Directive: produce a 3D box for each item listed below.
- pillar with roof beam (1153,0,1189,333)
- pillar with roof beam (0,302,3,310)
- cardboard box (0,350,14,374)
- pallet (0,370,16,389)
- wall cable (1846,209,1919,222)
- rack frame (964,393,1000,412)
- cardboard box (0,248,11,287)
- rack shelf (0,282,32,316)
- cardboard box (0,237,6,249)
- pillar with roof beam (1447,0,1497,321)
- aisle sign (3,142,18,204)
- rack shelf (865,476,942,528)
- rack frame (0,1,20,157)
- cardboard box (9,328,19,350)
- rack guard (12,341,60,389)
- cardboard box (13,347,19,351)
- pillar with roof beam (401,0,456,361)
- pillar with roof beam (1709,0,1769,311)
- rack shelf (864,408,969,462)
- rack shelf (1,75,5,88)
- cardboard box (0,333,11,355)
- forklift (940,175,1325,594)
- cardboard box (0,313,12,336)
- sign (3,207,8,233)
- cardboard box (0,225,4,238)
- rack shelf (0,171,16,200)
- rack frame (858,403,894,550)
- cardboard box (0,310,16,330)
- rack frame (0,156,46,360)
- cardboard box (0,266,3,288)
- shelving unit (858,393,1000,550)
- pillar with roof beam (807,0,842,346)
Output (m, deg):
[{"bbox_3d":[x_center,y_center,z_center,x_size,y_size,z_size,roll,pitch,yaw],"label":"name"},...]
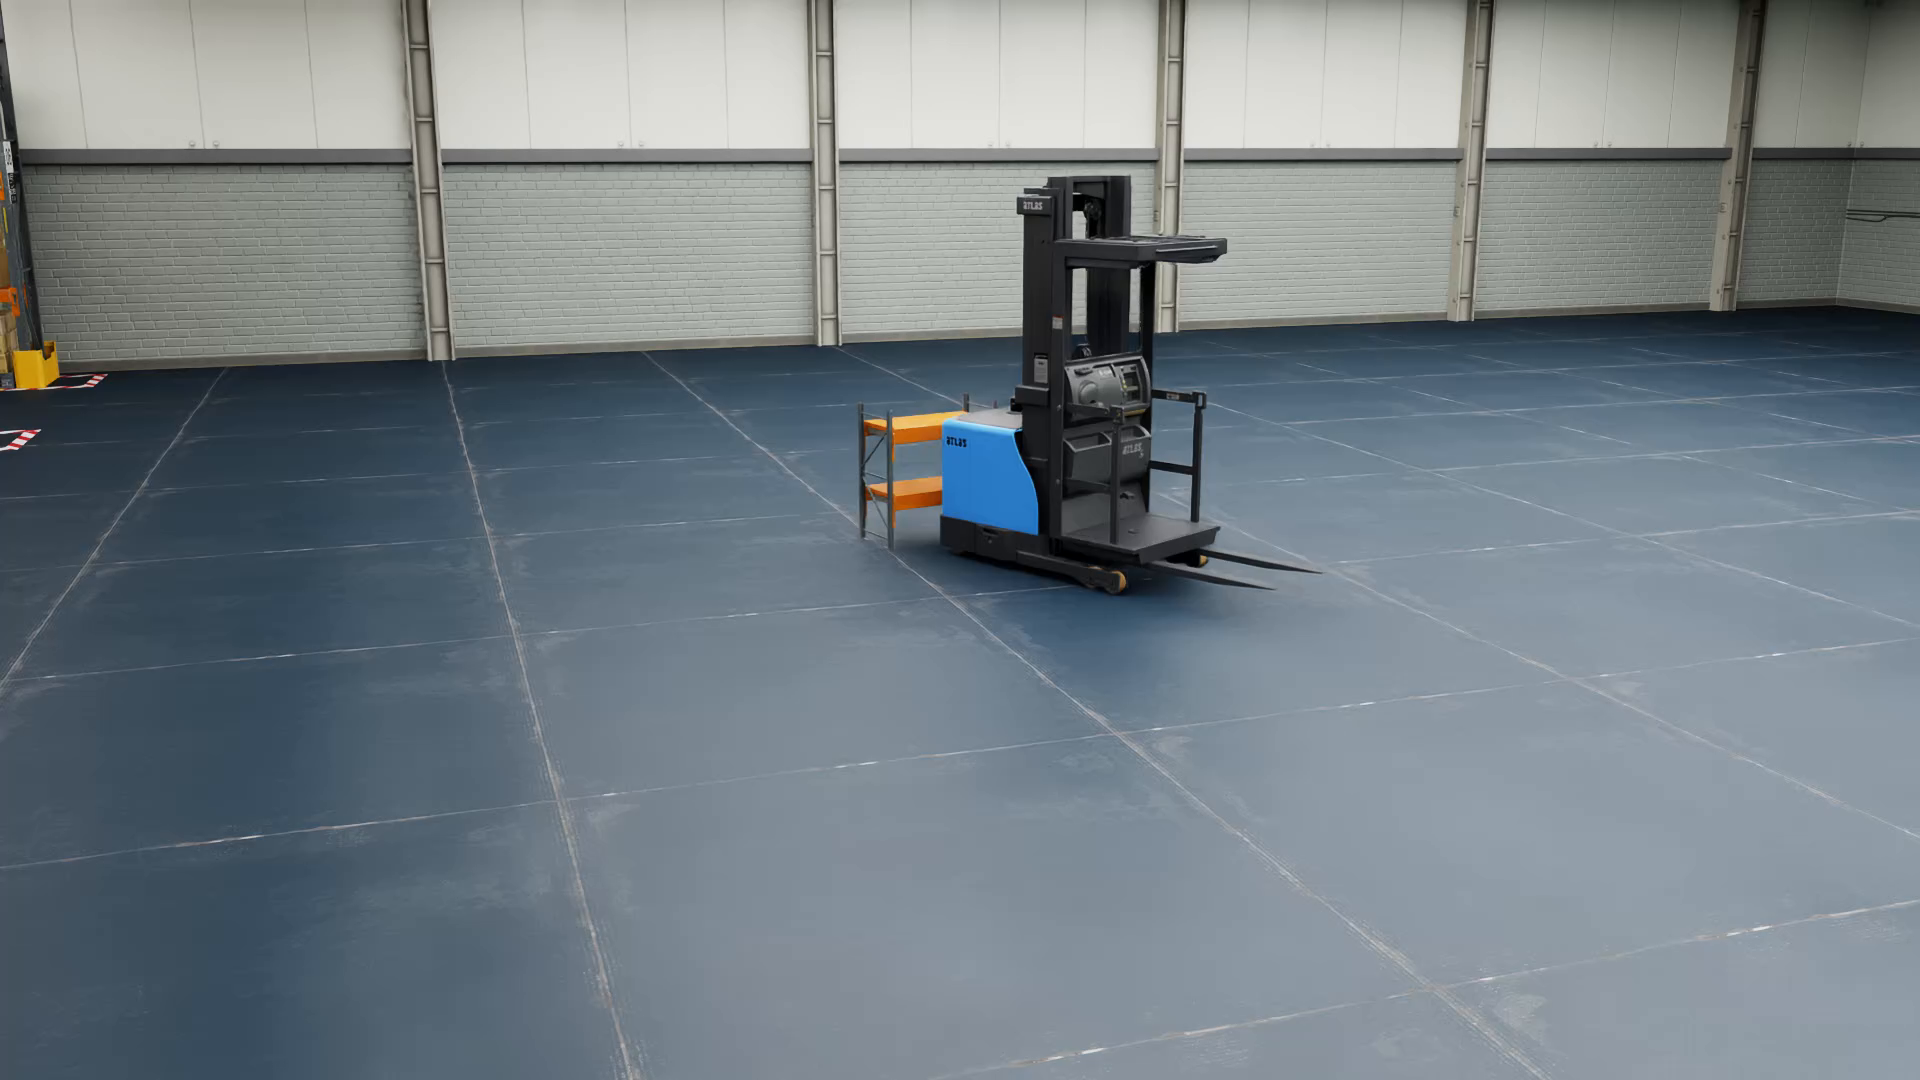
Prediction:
[{"bbox_3d":[4.917,-7.047,23.824,0.400,9.000,9.100,-4,14,-18],"label":"pillar with roof beam"},{"bbox_3d":[-12.143,-5.719,18.239,0.400,9.000,9.100,-4,14,-18],"label":"pillar with roof beam"},{"bbox_3d":[-12.913,-2.361,22.120,0.500,0.250,0.500,-4,14,-18],"label":"cardboard box"},{"bbox_3d":[-13.280,-2.176,22.334,1.213,0.211,1.003,-4,14,-18],"label":"pallet"},{"bbox_3d":[18.131,-7.294,31.571,0.112,2.526,3.097,-4,14,-18],"label":"wall cable"},{"bbox_3d":[0.178,-0.641,13.908,0.032,1.125,0.500,-8,16,-32],"label":"rack frame"},{"bbox_3d":[-13.127,-3.671,22.378,0.500,0.500,0.500,-4,14,-16],"label":"cardboard box"},{"bbox_3d":[-14.464,-3.101,21.750,4.000,0.370,1.077,-4,14,-18],"label":"rack shelf"},{"bbox_3d":[-12.973,-3.994,22.335,0.250,0.149,0.380,-5,14,-20],"label":"cardboard box"},{"bbox_3d":[10.603,-7.490,25.686,0.400,9.000,9.100,-4,14,-18],"label":"pillar with roof beam"},{"bbox_3d":[-12.413,-4.803,21.736,0.004,0.787,0.394,-4,14,-18],"label":"aisle sign"},{"bbox_3d":[-0.250,-0.340,13.698,1.000,0.278,0.538,-8,16,-32],"label":"rack shelf"},{"bbox_3d":[-12.569,-6.517,21.593,0.127,3.000,1.000,-4,14,-18],"label":"rack frame"},{"bbox_3d":[-13.081,-2.719,22.545,0.500,0.250,0.500,-4,14,-17],"label":"cardboard box"},{"bbox_3d":[-12.546,-2.384,22.584,0.348,0.500,1.175,-4,14,-18],"label":"rack guard"},{"bbox_3d":[-13.097,-2.471,22.585,0.500,0.250,0.500,-4,14,-18],"label":"cardboard box"},{"bbox_3d":[-6.457,-6.162,20.101,0.400,9.000,9.100,-4,14,-18],"label":"pillar with roof beam"},{"bbox_3d":[16.290,-7.933,27.547,0.400,9.000,9.100,-4,14,-18],"label":"pillar with roof beam"},{"bbox_3d":[-0.250,-0.863,13.573,1.000,0.278,0.538,-8,16,-32],"label":"rack shelf"},{"bbox_3d":[-14.464,-5.825,21.102,4.000,0.370,1.077,-4,14,-18],"label":"rack shelf"},{"bbox_3d":[-12.930,-2.603,22.060,0.500,0.250,0.500,-5,14,-19],"label":"cardboard box"},{"bbox_3d":[1.258,-1.174,12.243,3.031,2.935,1.130,12,18,42],"label":"forklift"},{"bbox_3d":[-12.906,-2.849,22.011,0.500,0.250,0.500,-4,14,-16],"label":"cardboard box"},{"bbox_3d":[-12.409,-4.157,21.622,0.005,0.325,0.100,-4,14,-18],"label":"sign"},{"bbox_3d":[-12.955,-4.129,22.259,0.250,0.149,0.380,-5,14,-19],"label":"cardboard box"},{"bbox_3d":[-14.464,-4.560,21.403,4.000,0.370,1.077,-4,14,-18],"label":"rack shelf"},{"bbox_3d":[-0.678,-0.514,13.374,0.032,1.125,0.500,-8,16,-32],"label":"rack frame"},{"bbox_3d":[-13.085,-2.957,22.467,0.500,0.250,0.500,-5,14,-19],"label":"cardboard box"},{"bbox_3d":[-12.569,-3.598,22.288,0.127,3.000,1.000,-4,14,-18],"label":"rack frame"},{"bbox_3d":[-12.952,-3.553,21.881,0.500,0.500,0.500,-5,14,-19],"label":"cardboard box"},{"bbox_3d":[-0.250,-0.578,13.641,1.048,1.125,0.538,-8,16,-32],"label":"shelving unit"},{"bbox_3d":[-0.770,-6.604,21.962,0.400,9.000,9.100,-4,14,-18],"label":"pillar with roof beam"}]
